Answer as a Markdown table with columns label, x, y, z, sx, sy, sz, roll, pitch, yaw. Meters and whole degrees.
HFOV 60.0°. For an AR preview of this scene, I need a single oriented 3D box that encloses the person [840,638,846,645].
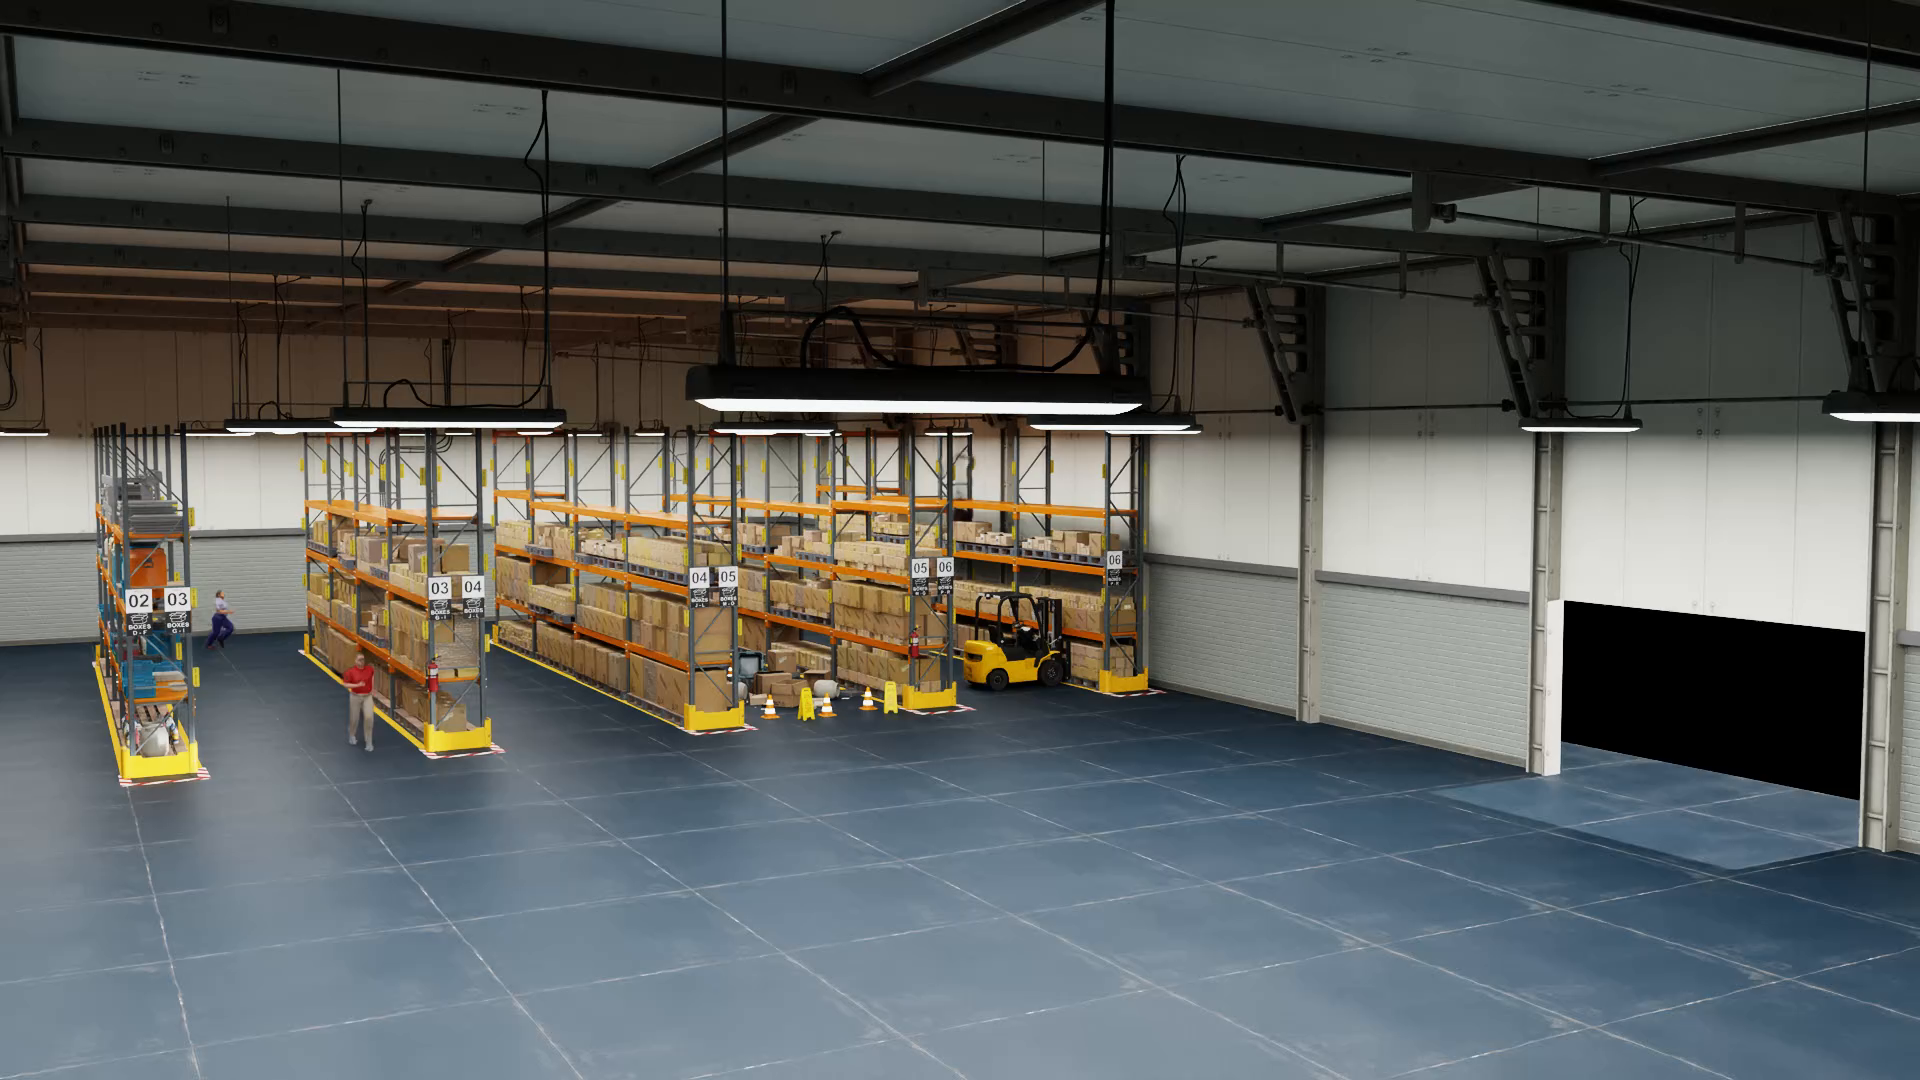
| label | x | y | z | sx | sy | sz | roll | pitch | yaw |
| --- | --- | --- | --- | --- | --- | --- | --- | --- | --- |
| person | -2.976 | 2.283 | 43.121 | 0.580 | 1.727 | 0.754 | -2 | 4 | -30 |

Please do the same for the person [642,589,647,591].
| label | x | y | z | sx | sy | sz | roll | pitch | yaw |
| --- | --- | --- | --- | --- | --- | --- | --- | --- | --- |
| person | -8.281 | 2.195 | 43.959 | 0.661 | 1.776 | 1.084 | -3 | 5 | -40 |

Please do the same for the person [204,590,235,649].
| label | x | y | z | sx | sy | sz | roll | pitch | yaw |
| --- | --- | --- | --- | --- | --- | --- | --- | --- | --- |
| person | -20.163 | 2.157 | 45.340 | 0.806 | 1.600 | 0.618 | 0 | 3 | -5 |

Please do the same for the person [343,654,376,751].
| label | x | y | z | sx | sy | sz | roll | pitch | yaw |
| --- | --- | --- | --- | --- | --- | --- | --- | --- | --- |
| person | -11.127 | 2.979 | 30.829 | 0.641 | 1.768 | 0.915 | -2 | 4 | -34 |
